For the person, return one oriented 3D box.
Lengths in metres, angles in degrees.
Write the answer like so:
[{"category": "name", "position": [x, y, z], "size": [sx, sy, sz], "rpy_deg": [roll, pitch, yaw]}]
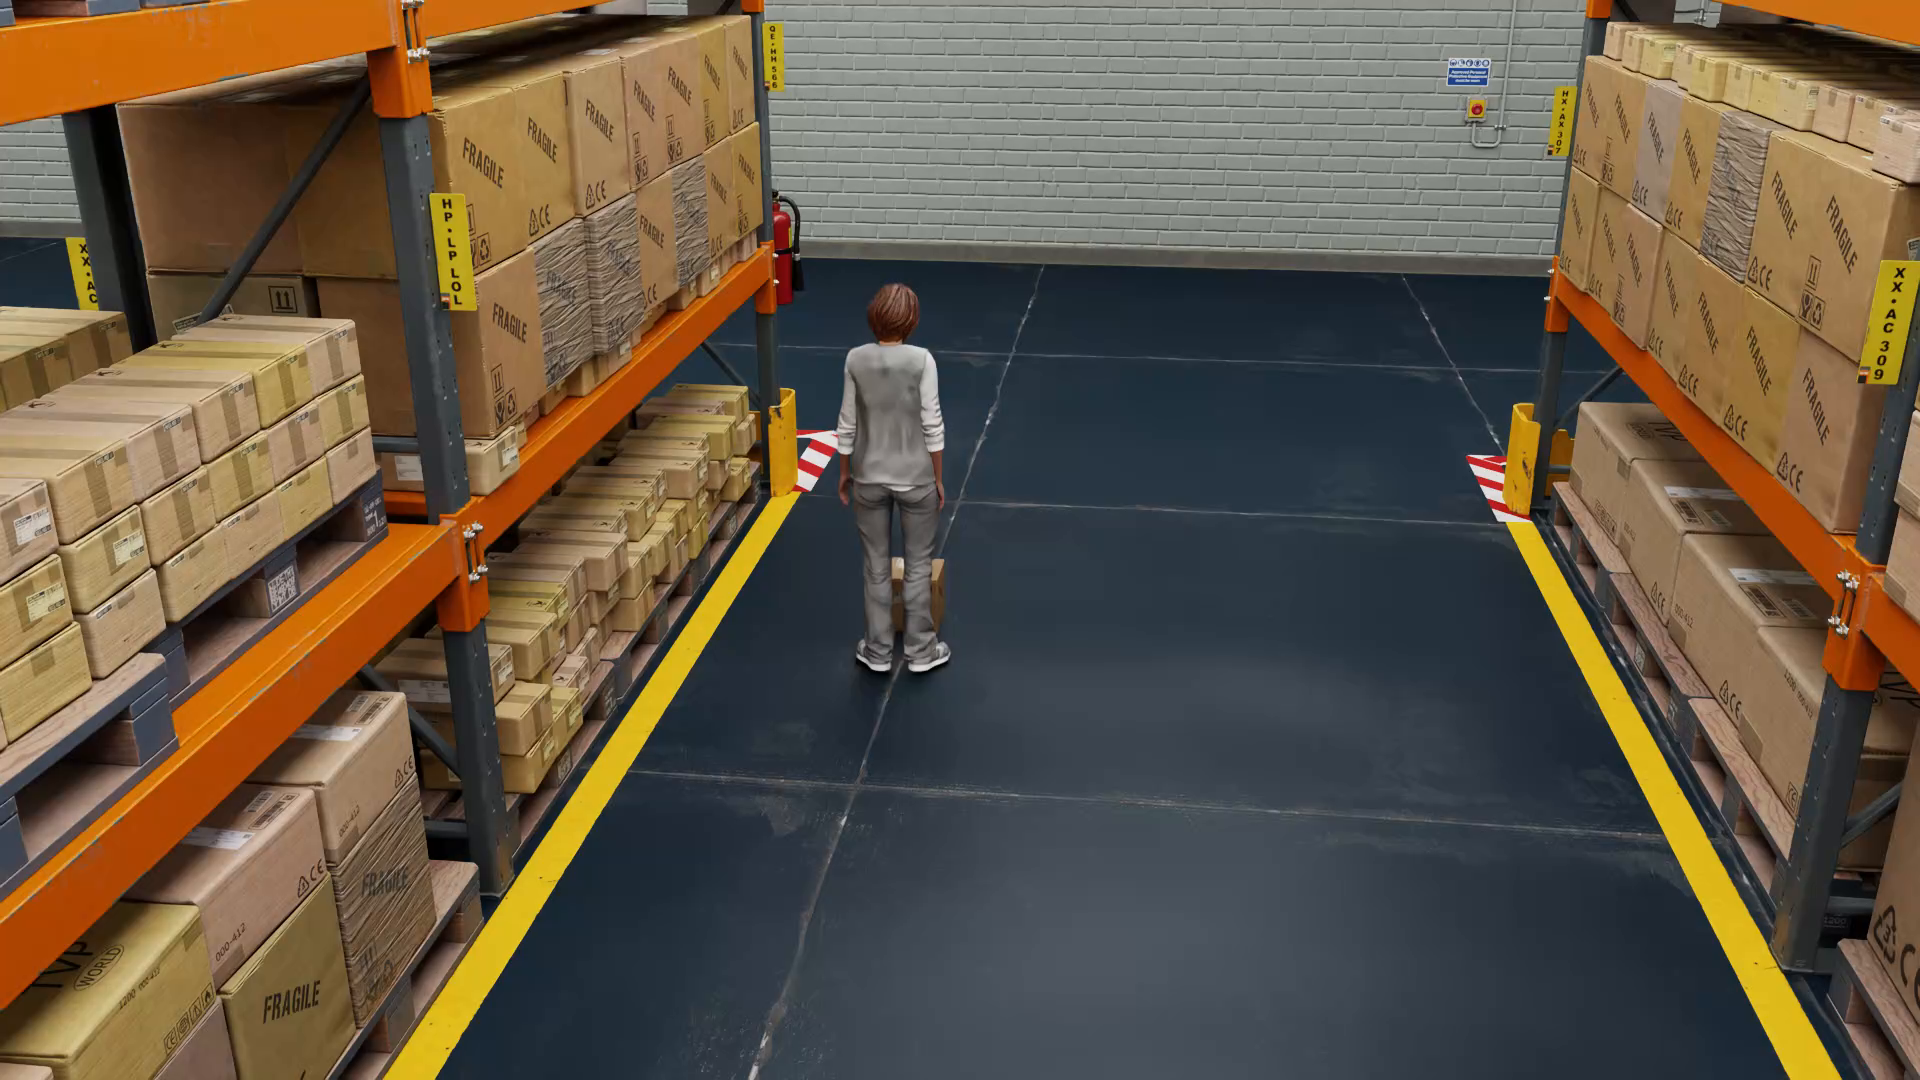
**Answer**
[{"category": "person", "position": [-0.274, -0.220, 6.637], "size": [0.445, 1.593, 0.316], "rpy_deg": [3, 22, 7]}]
